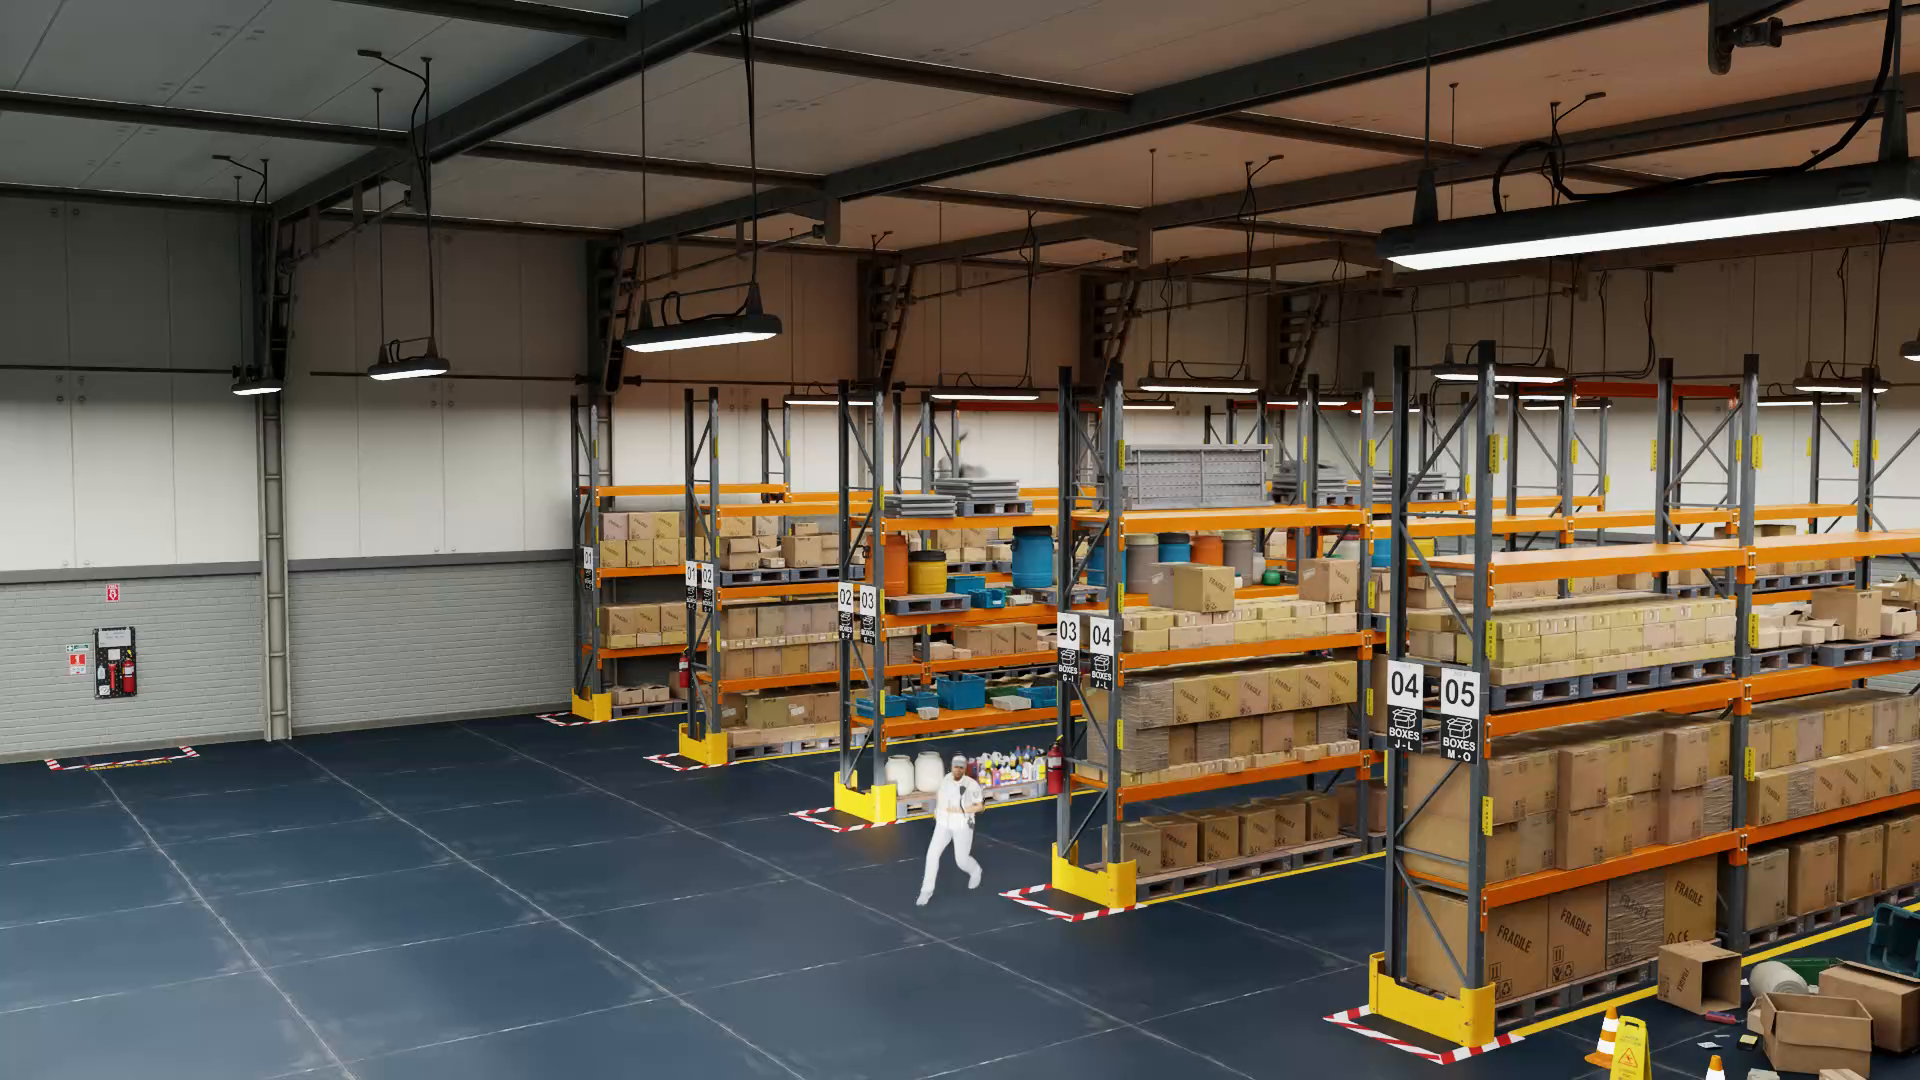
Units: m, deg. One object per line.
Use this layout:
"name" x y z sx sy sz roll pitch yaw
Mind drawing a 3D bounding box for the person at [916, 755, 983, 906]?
"person" -0.038 3.235 18.715 0.642 1.656 0.904 2 4 25

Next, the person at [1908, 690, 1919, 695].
"person" 13.301 2.930 23.073 0.868 1.720 0.597 -2 4 -27

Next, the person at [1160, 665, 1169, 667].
"person" 3.328 2.608 27.952 0.961 1.698 0.662 -2 4 -35
